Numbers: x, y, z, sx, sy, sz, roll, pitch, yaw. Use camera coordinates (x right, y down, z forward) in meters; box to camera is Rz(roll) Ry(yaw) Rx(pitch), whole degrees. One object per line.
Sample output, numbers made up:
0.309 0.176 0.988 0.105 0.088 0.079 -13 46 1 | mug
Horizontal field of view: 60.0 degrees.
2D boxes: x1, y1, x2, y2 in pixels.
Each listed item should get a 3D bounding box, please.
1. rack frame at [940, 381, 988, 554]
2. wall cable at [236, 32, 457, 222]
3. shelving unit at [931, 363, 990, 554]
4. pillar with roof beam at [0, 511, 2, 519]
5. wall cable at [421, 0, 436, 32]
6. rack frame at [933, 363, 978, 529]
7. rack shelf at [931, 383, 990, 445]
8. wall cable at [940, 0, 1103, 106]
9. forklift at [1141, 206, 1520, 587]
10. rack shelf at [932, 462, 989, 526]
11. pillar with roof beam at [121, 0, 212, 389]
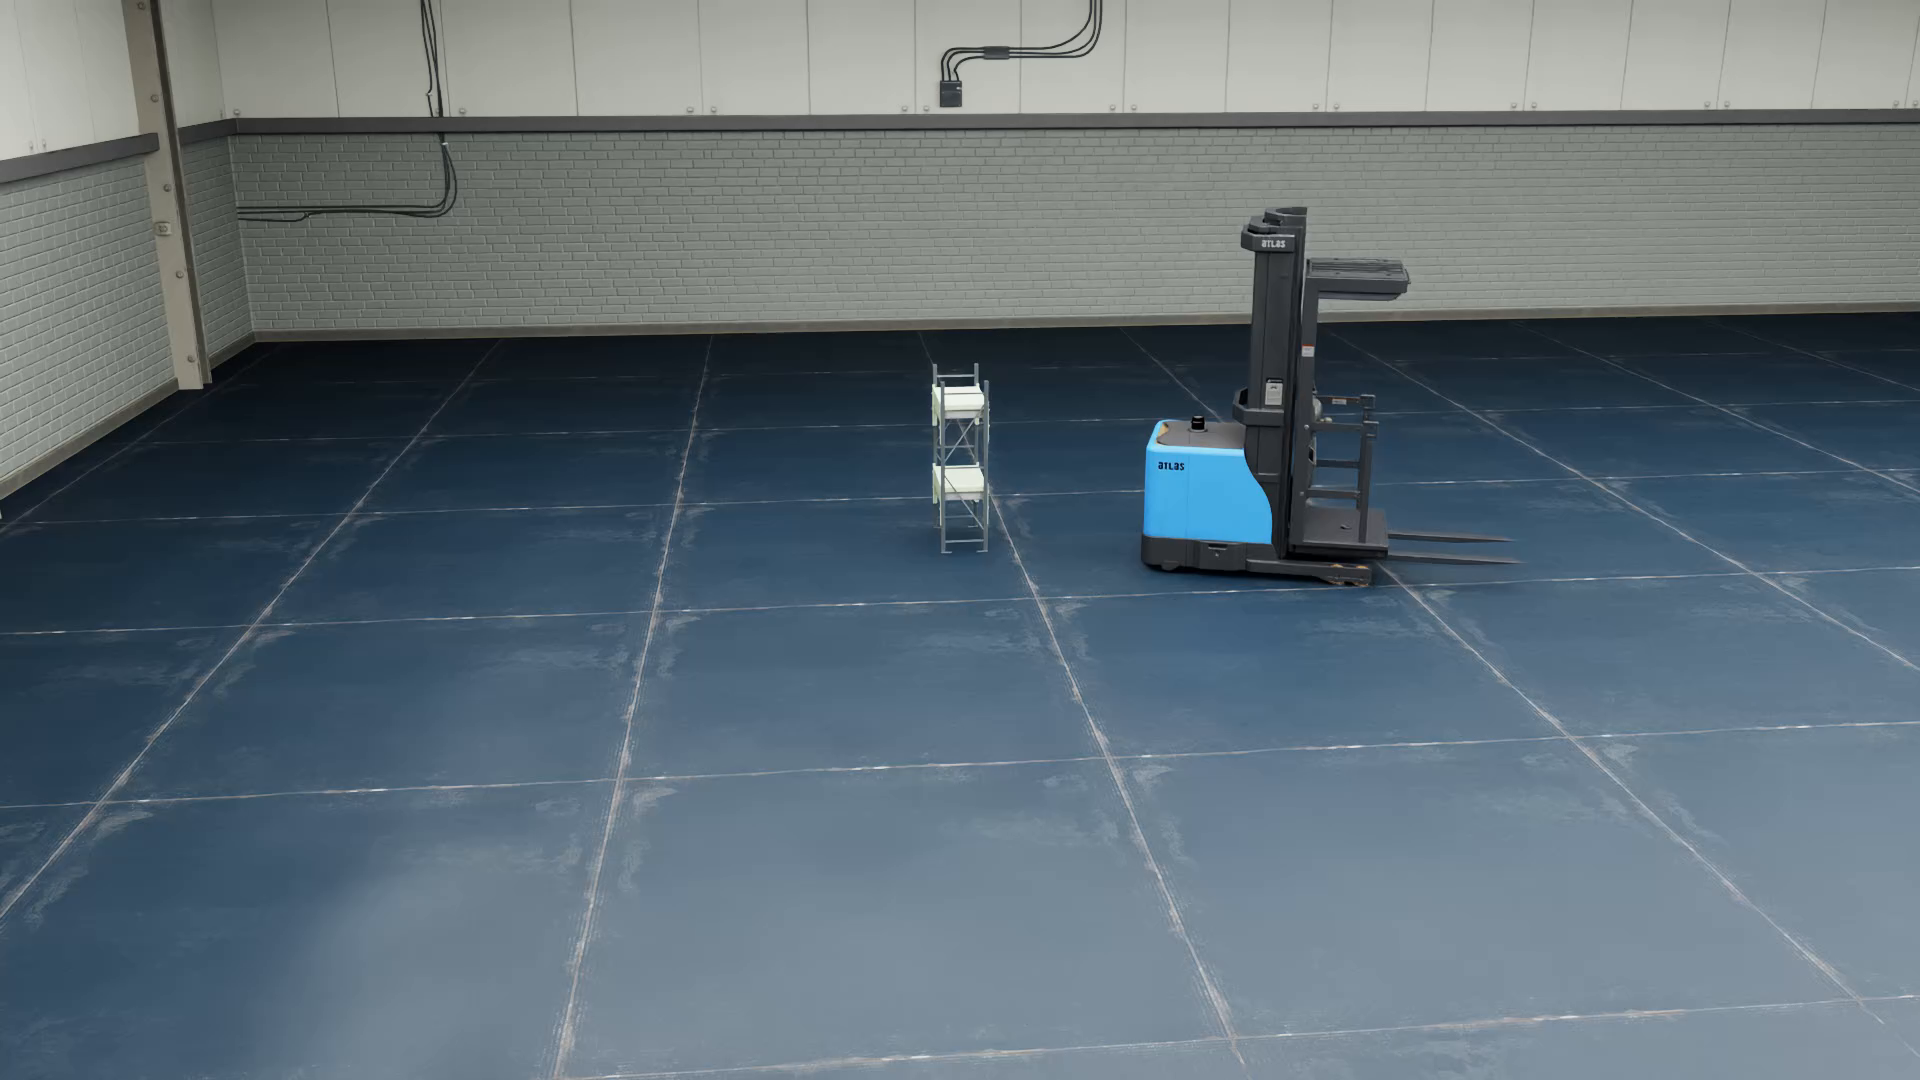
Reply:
0.037 -0.609 14.111 0.400 1.500 0.023 -2 18 -6 | rack frame
-8.576 -5.661 22.870 3.097 2.526 0.112 -2 18 -6 | wall cable
-0.001 -0.718 14.459 0.431 1.500 0.755 -2 18 -6 | shelving unit
-4.687 -4.569 14.208 9.100 9.000 0.400 -2 18 -6 | pillar with roof beam
-5.885 -8.154 22.379 3.097 2.526 0.112 -2 18 -6 | wall cable
-0.038 -0.827 14.806 0.400 1.500 0.023 -2 18 -6 | rack frame
-0.001 -1.090 14.342 0.431 0.370 0.720 -2 18 -6 | rack shelf
0.868 -9.054 22.814 2.305 6.003 0.169 -2 18 -6 | wall cable
3.081 -1.195 13.589 3.031 2.935 1.130 4 18 11 | forklift
-0.001 -0.407 14.556 0.431 0.370 0.720 -2 18 -6 | rack shelf
-5.306 -6.357 19.902 9.100 9.000 0.400 -2 18 -6 | pillar with roof beam
